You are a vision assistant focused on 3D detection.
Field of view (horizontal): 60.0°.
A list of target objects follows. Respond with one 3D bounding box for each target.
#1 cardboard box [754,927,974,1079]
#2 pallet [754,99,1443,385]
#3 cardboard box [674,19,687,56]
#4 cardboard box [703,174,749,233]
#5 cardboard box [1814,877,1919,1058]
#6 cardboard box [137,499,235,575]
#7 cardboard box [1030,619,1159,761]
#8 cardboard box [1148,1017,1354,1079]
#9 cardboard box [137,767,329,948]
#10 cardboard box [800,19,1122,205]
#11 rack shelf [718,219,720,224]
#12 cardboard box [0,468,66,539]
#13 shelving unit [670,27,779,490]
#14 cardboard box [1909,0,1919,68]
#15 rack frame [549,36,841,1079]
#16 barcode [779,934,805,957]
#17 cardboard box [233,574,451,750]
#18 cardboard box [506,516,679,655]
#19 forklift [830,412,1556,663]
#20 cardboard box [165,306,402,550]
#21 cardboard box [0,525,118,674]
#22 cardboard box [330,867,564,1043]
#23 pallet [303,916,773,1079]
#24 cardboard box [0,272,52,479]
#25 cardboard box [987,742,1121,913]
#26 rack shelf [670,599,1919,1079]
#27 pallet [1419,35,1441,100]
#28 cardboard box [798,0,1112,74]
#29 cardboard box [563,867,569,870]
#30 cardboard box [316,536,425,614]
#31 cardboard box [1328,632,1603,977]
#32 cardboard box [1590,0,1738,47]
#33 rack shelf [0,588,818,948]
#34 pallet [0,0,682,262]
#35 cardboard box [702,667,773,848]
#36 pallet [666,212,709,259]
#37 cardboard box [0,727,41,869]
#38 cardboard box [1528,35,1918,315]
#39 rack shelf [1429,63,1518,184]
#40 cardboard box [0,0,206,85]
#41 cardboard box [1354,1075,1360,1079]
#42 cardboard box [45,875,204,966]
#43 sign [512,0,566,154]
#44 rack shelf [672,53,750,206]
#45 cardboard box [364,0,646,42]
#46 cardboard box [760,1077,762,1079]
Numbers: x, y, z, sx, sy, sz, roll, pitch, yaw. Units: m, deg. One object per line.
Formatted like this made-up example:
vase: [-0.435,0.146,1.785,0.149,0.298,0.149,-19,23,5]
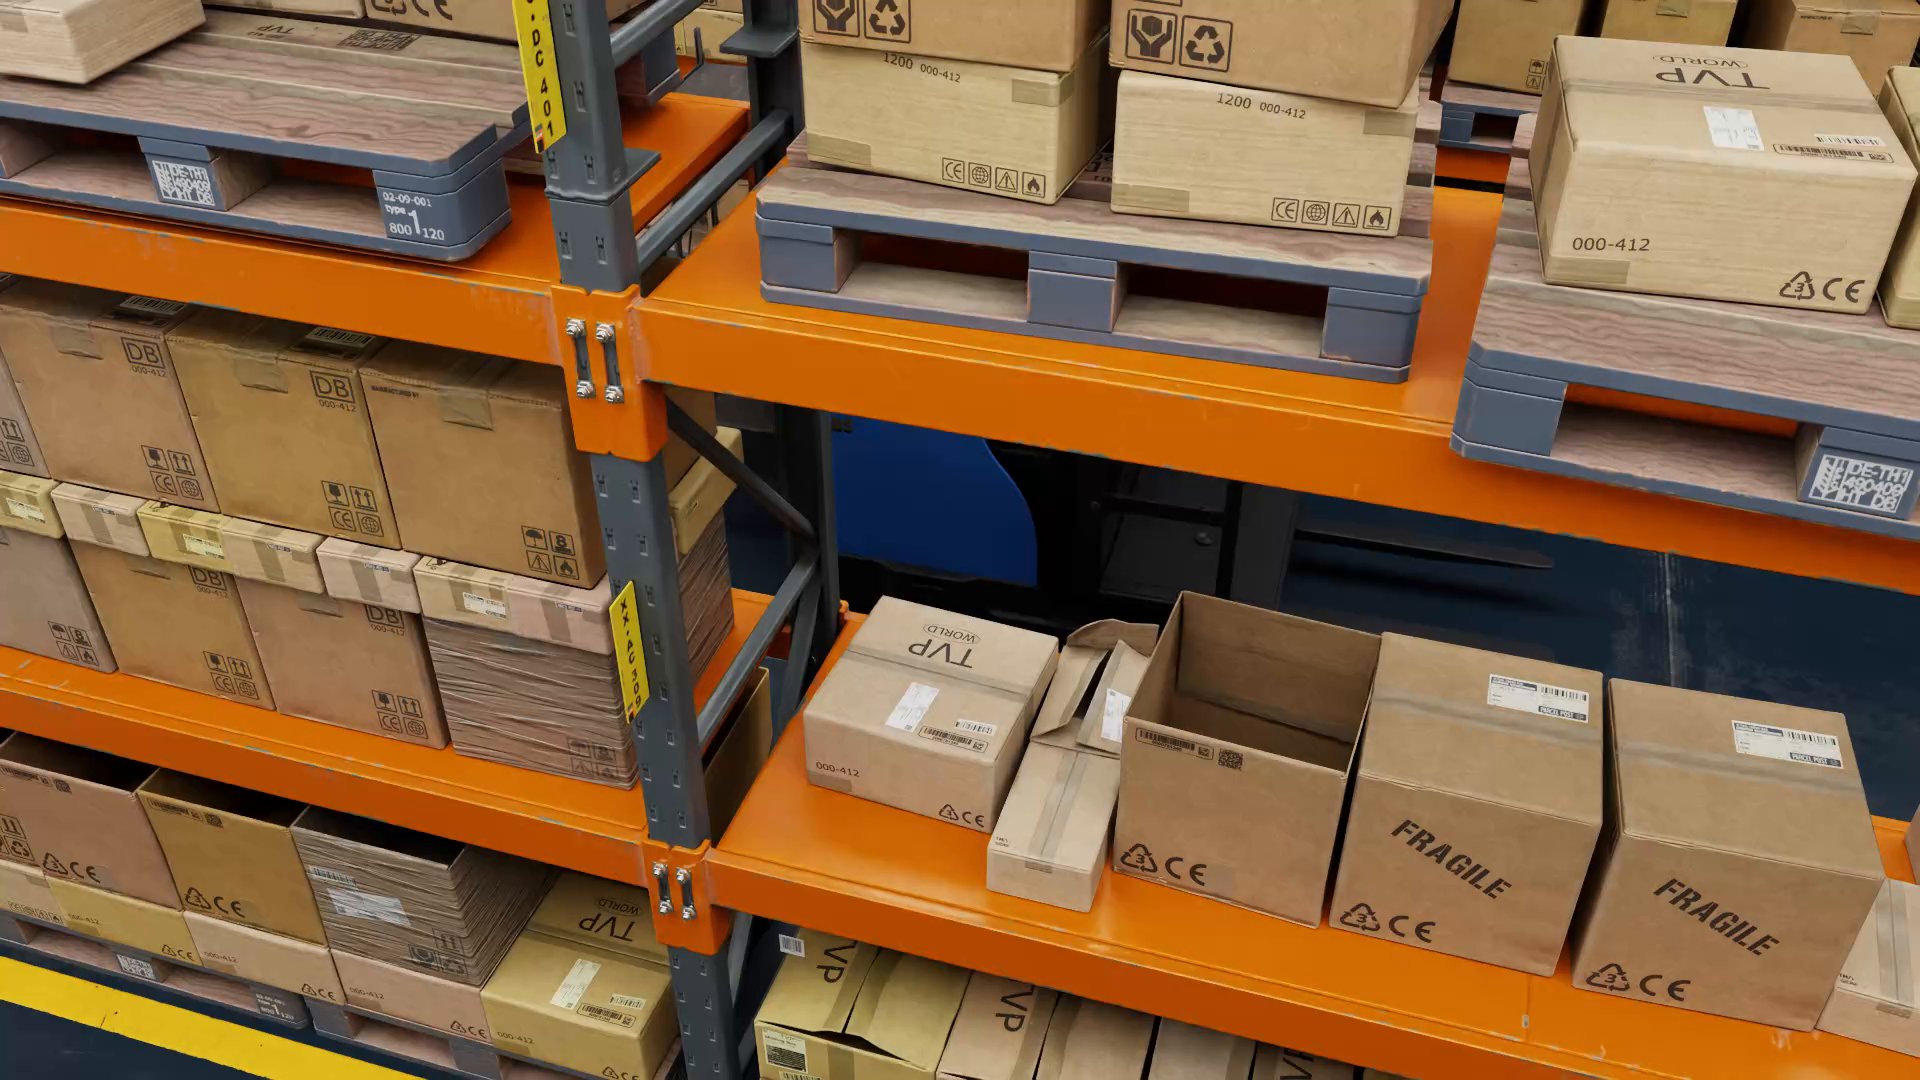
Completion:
cardboard box: [-0.228,1.238,4.530,0.500,0.311,0.500,11,38,14]
pallet: [0.298,-0.671,3.262,1.217,0.209,0.805,9,37,12]
cardboard box: [-1.537,-2.704,8.503,0.500,0.250,0.500,10,38,13]
cardboard box: [-1.030,-1.938,9.090,0.500,0.500,0.700,8,37,11]
cardboard box: [2.036,0.926,3.673,0.250,0.149,0.380,13,38,17]
cardboard box: [-1.842,-0.098,4.221,0.250,0.149,0.380,10,38,14]
cardboard box: [0.346,0.417,4.266,0.258,0.266,0.396,10,37,13]
cardboard box: [0.743,1.420,4.283,0.500,0.311,0.500,9,37,12]
cardboard box: [-2.008,0.808,4.954,0.500,0.500,0.500,10,38,14]
cardboard box: [0.037,-0.891,3.172,0.500,0.250,0.500,14,39,19]
rack shelf: [-0.822,-0.962,6.809,0.480,0.518,0.431,9,37,12]
cardboard box: [-2.337,-0.188,4.343,0.250,0.149,0.380,12,38,15]
shelving unit: [-0.822,-0.973,6.801,0.503,2.100,0.431,9,37,12]
cardboard box: [4.292,-2.080,7.090,0.500,0.500,0.700,6,37,8]
rack frame: [-0.548,0.311,4.297,0.127,3.000,1.000,10,38,14]
barcode: [-0.429,1.035,4.241,0.075,0.075,0.001,10,38,14]
cardboard box: [-1.479,0.107,4.490,0.500,0.500,0.700,10,38,13]
cardboard box: [-0.872,0.083,3.975,0.250,0.149,0.380,10,38,14]
forklift: [0.869,-0.972,6.098,3.031,2.935,1.130,9,37,12]
cardboard box: [-1.456,-0.415,4.104,0.500,0.500,0.700,10,38,14]
cardboard box: [-2.446,-0.074,4.736,0.500,0.500,0.700,12,38,15]
cardboard box: [-1.530,1.197,5.058,0.500,0.250,0.500,10,38,14]
pallet: [-1.295,1.270,5.346,1.213,0.211,1.003,10,38,14]
cardboard box: [-2.411,-0.592,4.346,0.500,0.500,0.700,11,38,14]
cardboard box: [0.237,0.685,4.001,0.250,0.149,0.380,10,38,14]
rack shelf: [1.361,0.955,4.030,4.000,0.370,1.077,10,38,14]
pallet: [1.612,-2.198,7.867,1.213,0.211,1.003,10,38,14]
cardboard box: [0.029,-1.176,2.927,0.500,0.500,0.500,11,38,14]
cardboard box: [-1.376,0.905,5.456,0.500,0.250,0.500,10,38,14]
cardboard box: [-1.358,-0.007,4.097,0.250,0.149,0.380,9,37,13]
cardboard box: [1.161,0.598,3.823,0.500,0.500,0.500,11,38,14]
cardboard box: [3.096,-2.288,7.372,0.500,0.500,0.700,10,38,14]
rack shelf: [-2.457,0.248,4.990,4.000,0.370,1.077,10,38,14]
pallet: [-1.370,-0.997,3.619,1.213,0.211,1.003,10,38,14]
cardboard box: [-0.897,0.688,5.117,0.500,0.500,0.500,10,38,14]
pallet: [-0.894,-1.682,9.358,1.213,0.211,1.003,10,38,14]
cardboard box: [-2.962,0.630,5.197,0.500,0.500,0.500,10,38,14]
cardboard box: [1.259,-0.633,2.821,0.500,0.250,0.500,7,37,10]
rack shelf: [2.834,-1.849,7.838,4.000,0.370,1.077,10,38,14]
cardboard box: [-1.781,-1.080,3.395,0.250,0.149,0.380,10,38,14]
cardboard box: [1.231,1.733,4.331,0.500,0.250,0.500,11,38,15]
cardboard box: [-2.489,1.029,5.286,0.500,0.250,0.500,10,38,14]
sign: [-0.712,-0.823,2.804,0.005,0.325,0.100,10,38,14]
rack shelf: [-0.822,-1.526,6.394,0.480,0.518,0.431,9,37,12]
cardboard box: [-0.950,-1.401,3.535,0.500,0.500,0.500,14,38,18]
cardboard box: [-0.237,1.461,4.700,0.500,0.250,0.500,10,37,13]
